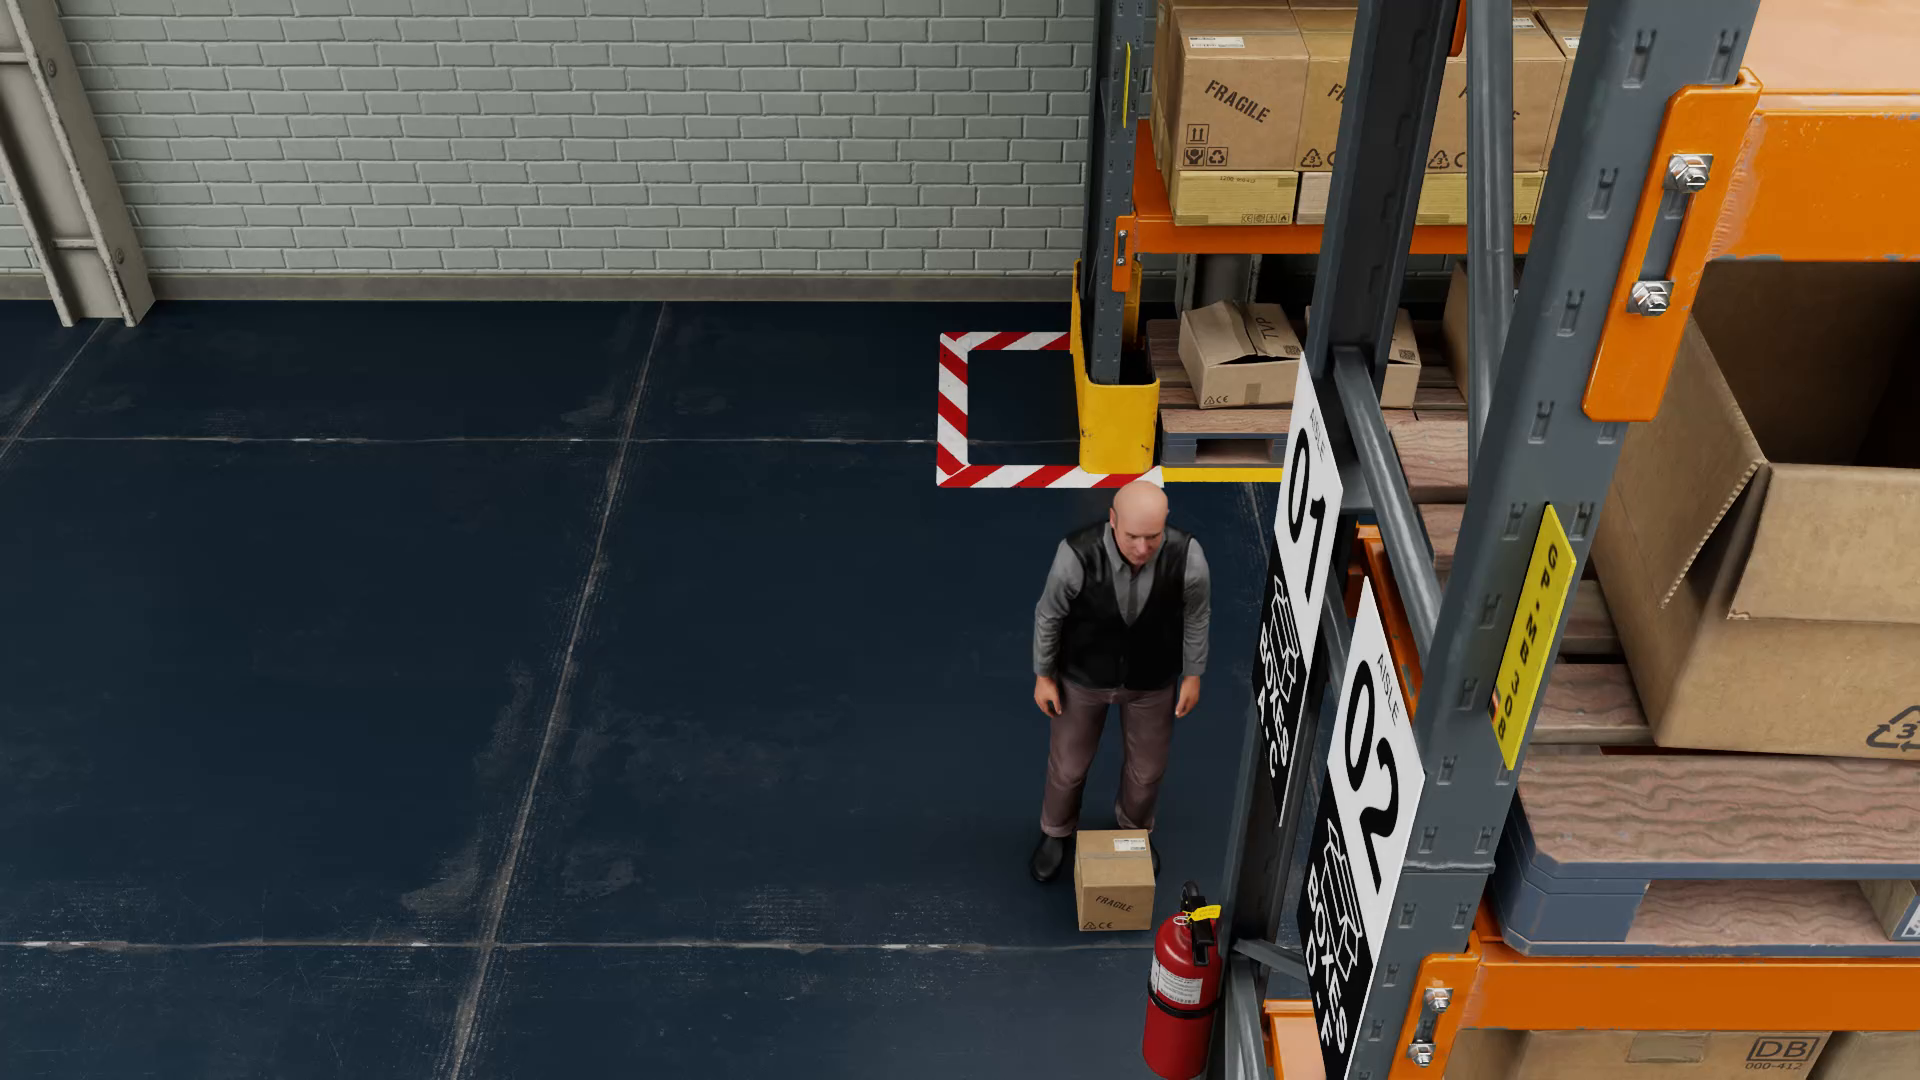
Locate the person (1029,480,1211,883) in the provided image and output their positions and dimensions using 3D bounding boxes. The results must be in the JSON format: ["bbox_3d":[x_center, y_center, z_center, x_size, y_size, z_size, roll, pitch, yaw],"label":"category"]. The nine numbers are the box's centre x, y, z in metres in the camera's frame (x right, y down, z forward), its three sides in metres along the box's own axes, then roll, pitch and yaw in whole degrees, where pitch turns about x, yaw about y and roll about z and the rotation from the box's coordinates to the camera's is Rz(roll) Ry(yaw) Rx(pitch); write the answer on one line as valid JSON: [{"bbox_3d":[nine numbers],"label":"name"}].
[{"bbox_3d":[0.533,0.454,5.619,0.581,1.721,0.413,0,39,0],"label":"person"}]
